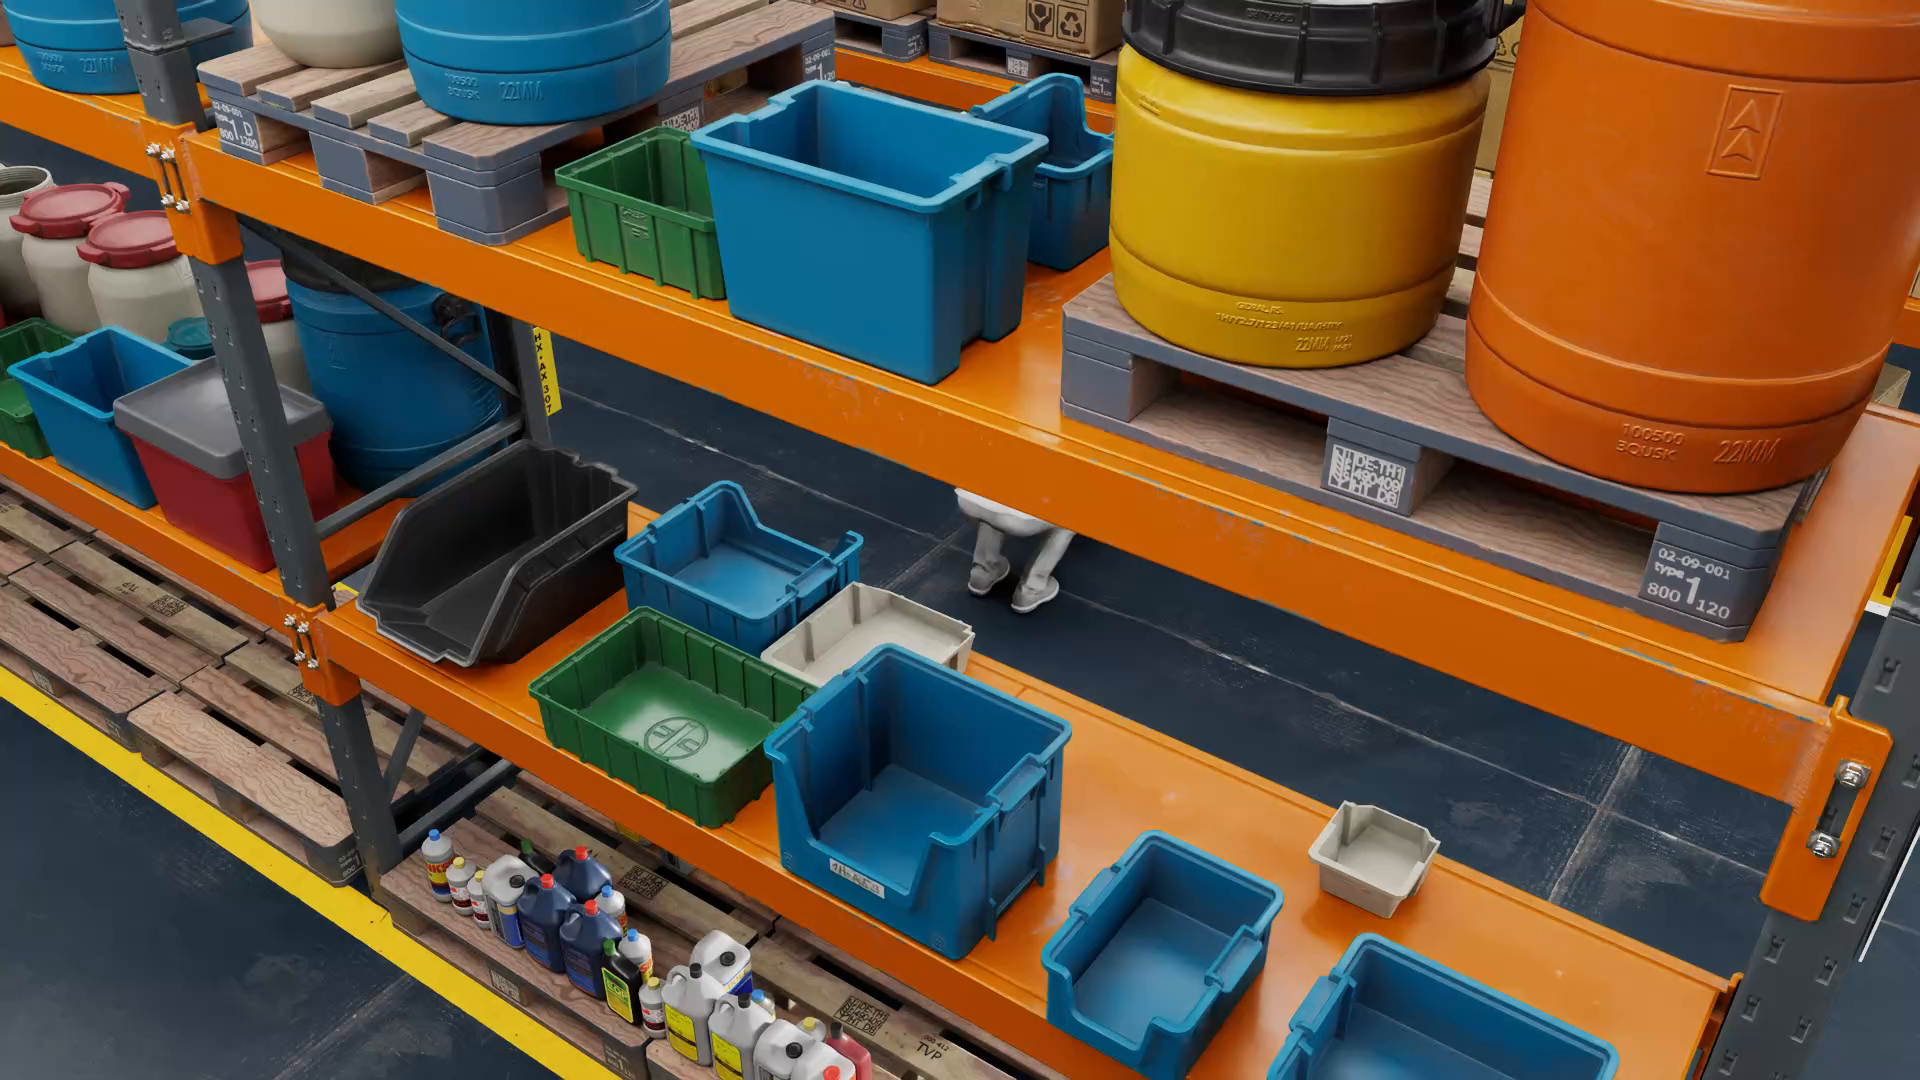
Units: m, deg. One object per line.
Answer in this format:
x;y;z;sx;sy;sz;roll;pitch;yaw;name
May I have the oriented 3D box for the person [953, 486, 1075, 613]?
0.311;-0.253;7.116;0.460;0.980;0.884;20;40;27;person
